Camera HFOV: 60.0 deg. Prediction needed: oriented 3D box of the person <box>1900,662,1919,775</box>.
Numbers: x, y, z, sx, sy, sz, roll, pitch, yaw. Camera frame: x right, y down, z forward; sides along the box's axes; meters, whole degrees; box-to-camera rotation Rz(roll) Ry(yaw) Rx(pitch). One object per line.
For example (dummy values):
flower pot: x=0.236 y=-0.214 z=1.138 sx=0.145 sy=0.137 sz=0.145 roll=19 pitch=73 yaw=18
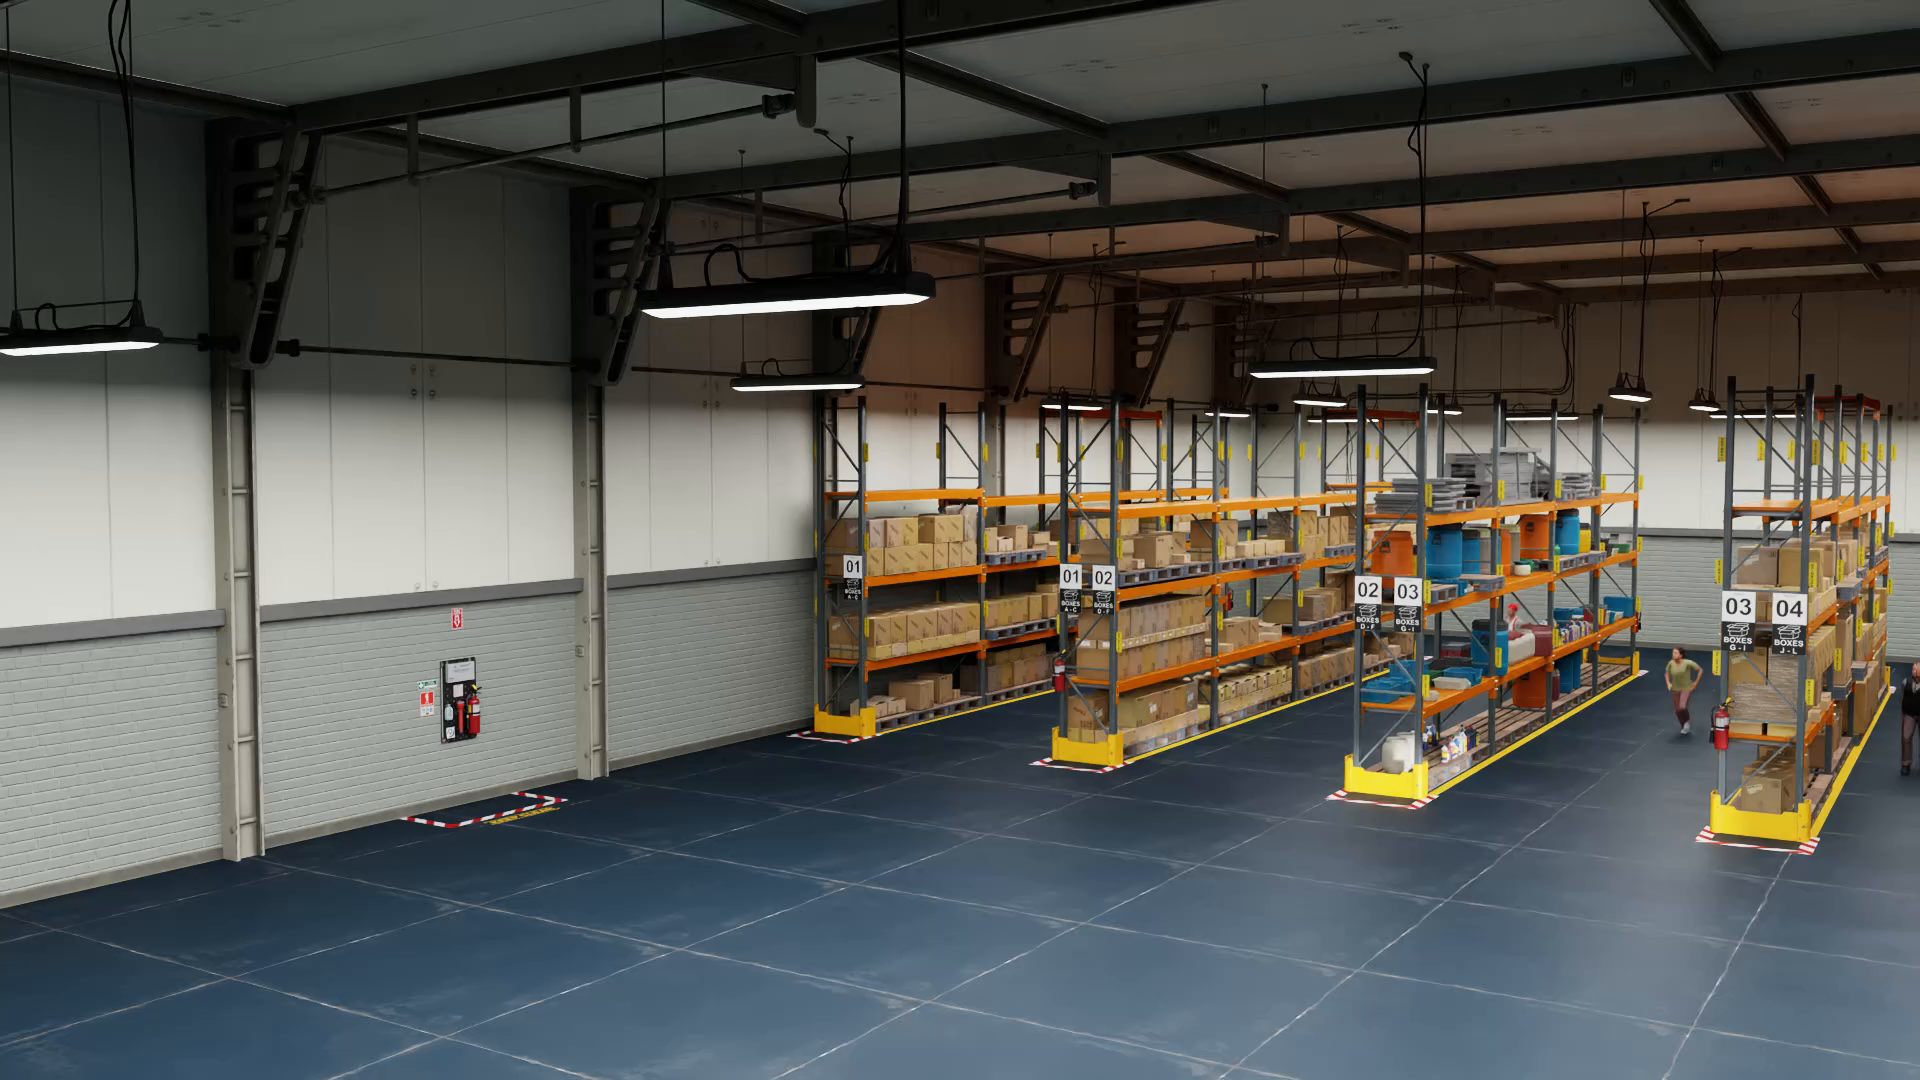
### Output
person: x=14.973 y=2.781 z=25.985 sx=0.574 sy=1.731 sz=0.696 roll=3 pitch=4 yaw=43

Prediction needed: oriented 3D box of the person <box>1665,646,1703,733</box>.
person: x=12.873 y=2.663 z=29.551 sx=0.631 sy=1.580 sz=0.670 roll=3 pitch=4 yaw=41

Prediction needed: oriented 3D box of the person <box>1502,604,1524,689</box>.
person: x=11.722 y=2.248 z=35.503 sx=0.887 sy=1.777 sz=0.590 roll=-2 pitch=3 yaw=-28
